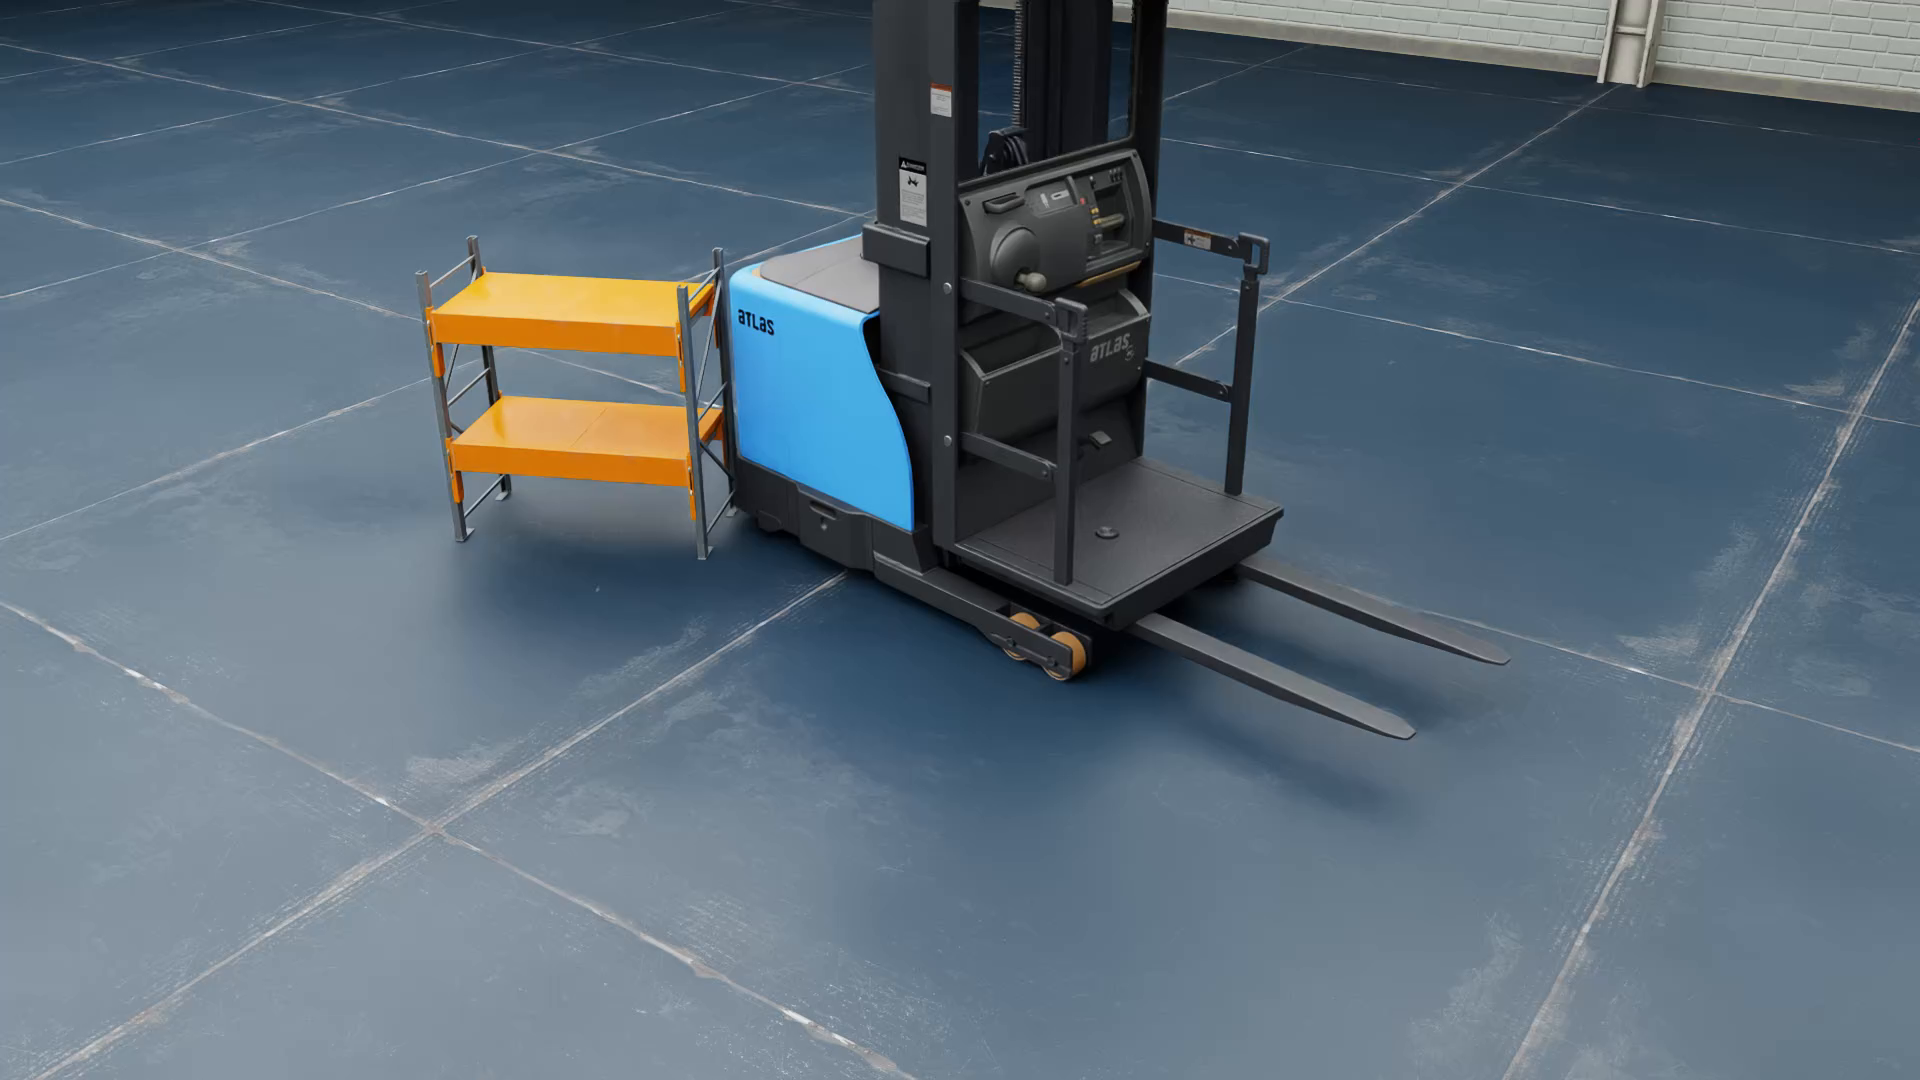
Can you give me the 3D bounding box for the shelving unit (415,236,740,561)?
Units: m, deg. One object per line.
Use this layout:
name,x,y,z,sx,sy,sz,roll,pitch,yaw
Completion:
shelving unit,-1.486,-0.570,6.629,1.048,1.125,0.538,4,27,8

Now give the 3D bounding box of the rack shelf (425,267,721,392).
rack shelf,-1.486,-0.830,6.496,1.000,0.278,0.538,4,27,8

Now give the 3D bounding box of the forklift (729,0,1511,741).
forklift,0.501,-1.084,5.649,3.031,2.935,1.130,24,35,38

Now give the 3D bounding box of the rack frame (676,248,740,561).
rack frame,-0.984,-0.533,6.557,0.032,1.125,0.500,4,27,8

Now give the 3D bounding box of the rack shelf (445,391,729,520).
rack shelf,-1.486,-0.352,6.740,1.000,0.278,0.538,4,27,8

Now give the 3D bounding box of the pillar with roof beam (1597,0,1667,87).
pillar with roof beam,3.442,-6.456,9.513,0.400,9.000,9.100,17,32,30

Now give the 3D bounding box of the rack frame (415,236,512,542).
rack frame,-1.988,-0.606,6.701,0.032,1.125,0.500,4,27,8
